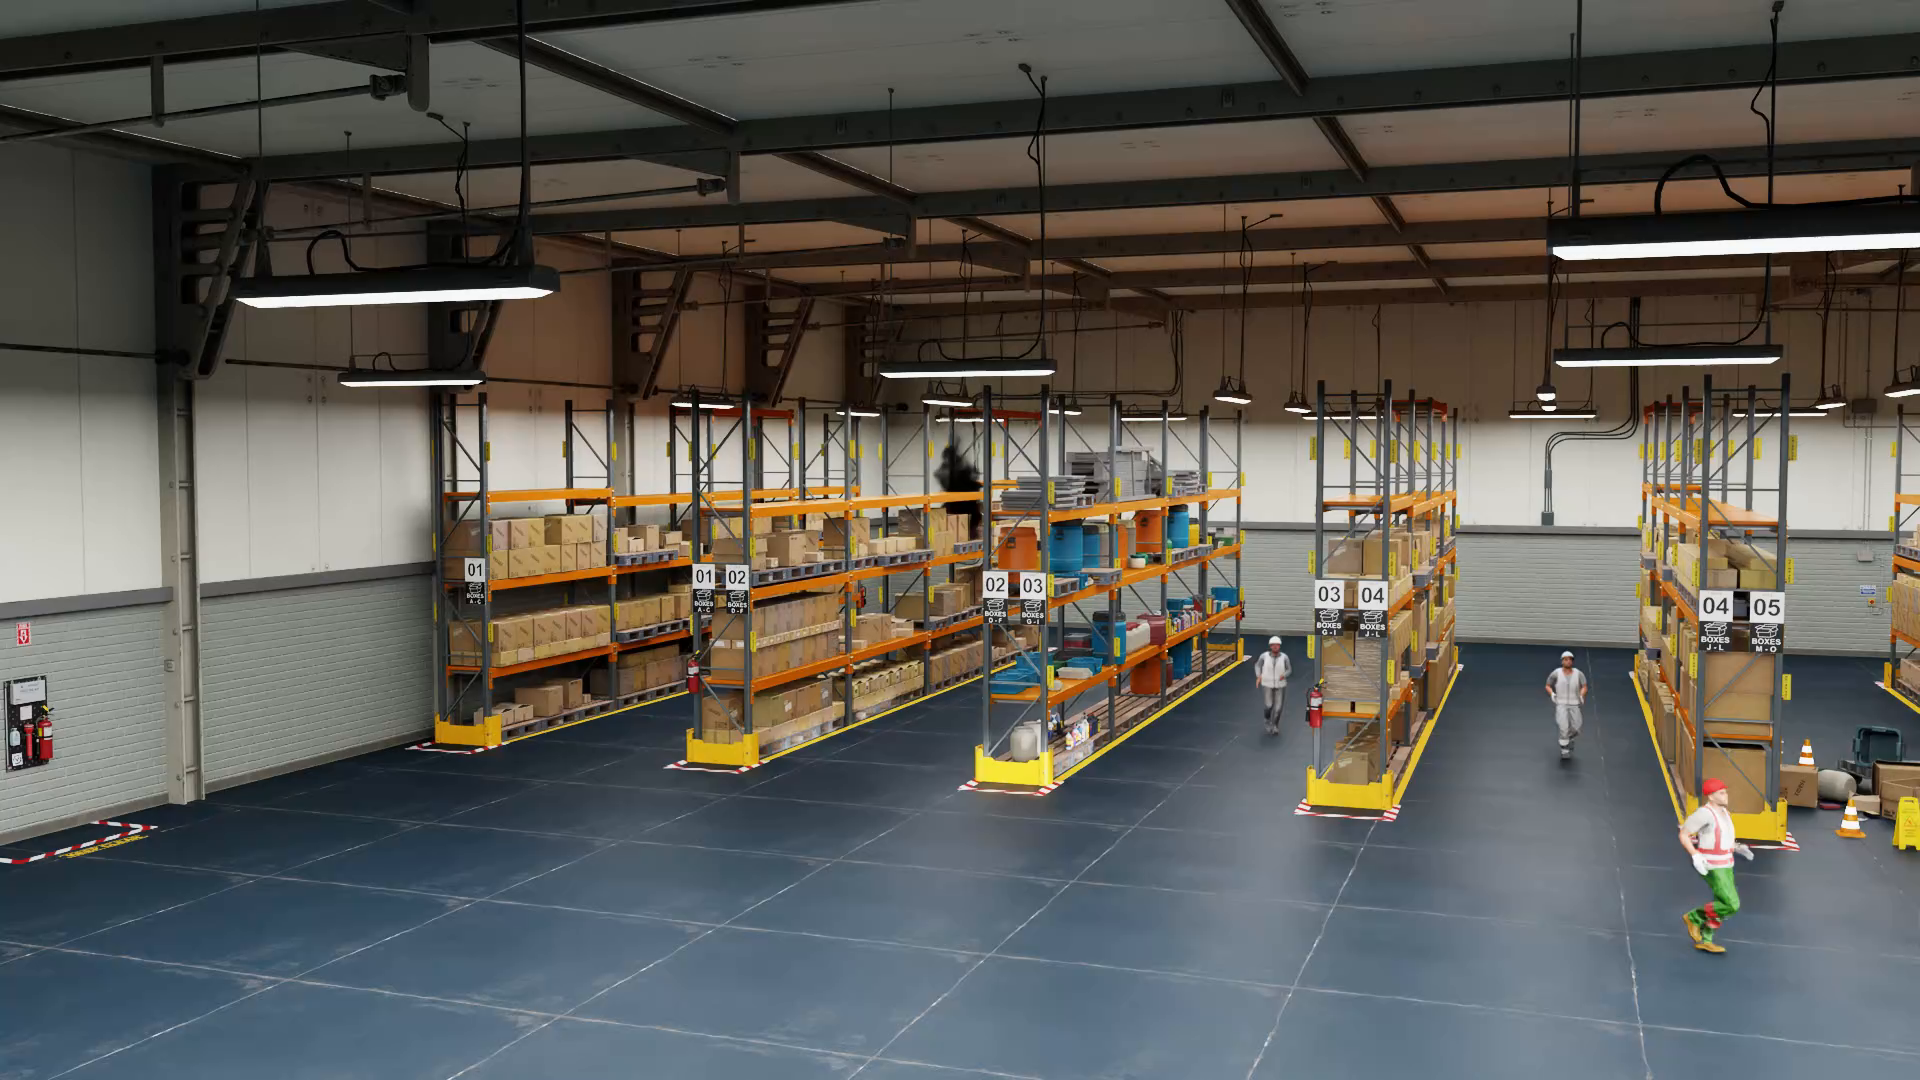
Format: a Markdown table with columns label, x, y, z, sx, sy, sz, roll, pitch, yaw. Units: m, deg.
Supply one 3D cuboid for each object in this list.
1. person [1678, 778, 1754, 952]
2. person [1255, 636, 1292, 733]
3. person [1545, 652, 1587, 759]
| label | x | y | z | sx | sy | sz | roll | pitch | yaw |
| --- | --- | --- | --- | --- | --- | --- | --- | --- | --- |
| person | 7.549 | 3.248 | 16.543 | 0.656 | 1.739 | 0.587 | -2 | 4 | -39 |
| person | 5.523 | 2.559 | 29.288 | 0.630 | 1.728 | 0.733 | 0 | 3 | 6 |
| person | 9.901 | 2.687 | 27.144 | 0.653 | 1.736 | 0.621 | 1 | 3 | 12 |
